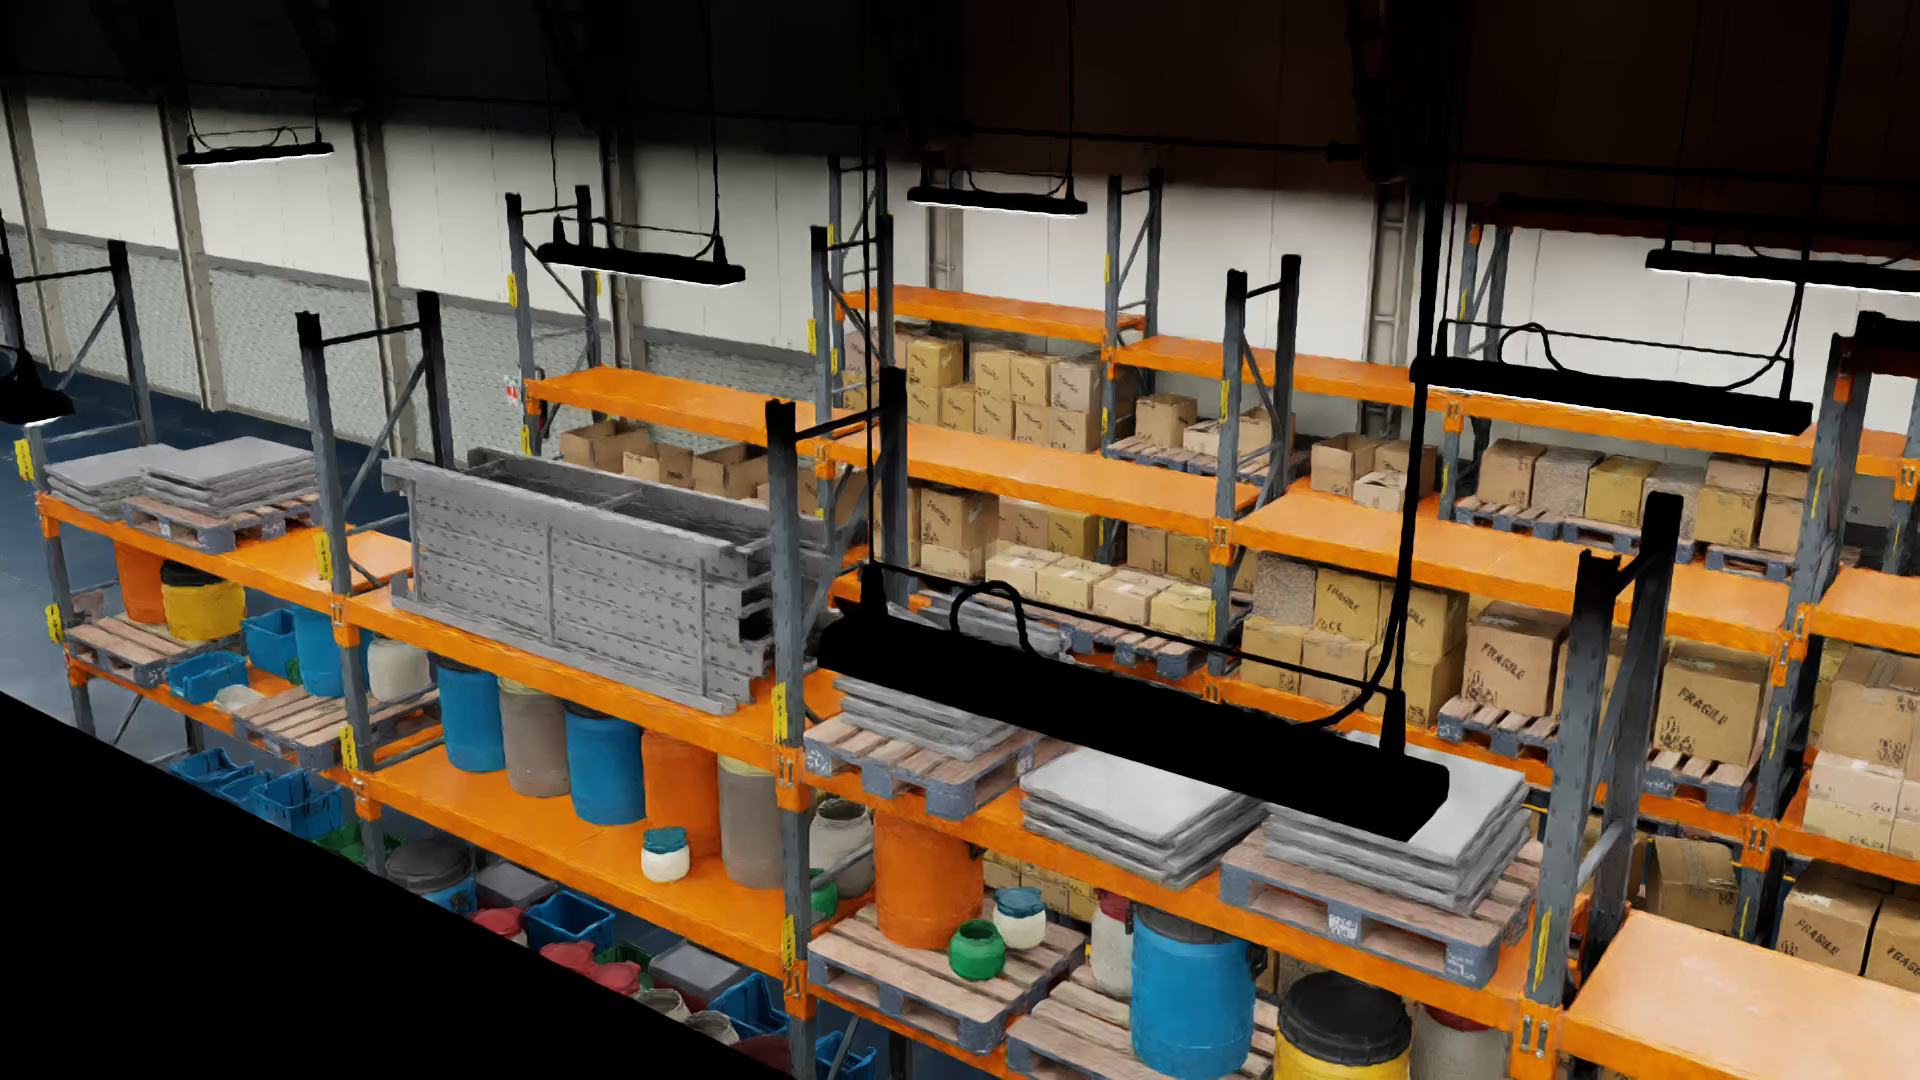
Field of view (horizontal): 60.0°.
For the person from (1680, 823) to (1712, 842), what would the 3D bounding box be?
[{"bbox_3d":[5.860,3.026,13.339,1.193,1.700,0.588,12,22,32],"label":"person"}]
